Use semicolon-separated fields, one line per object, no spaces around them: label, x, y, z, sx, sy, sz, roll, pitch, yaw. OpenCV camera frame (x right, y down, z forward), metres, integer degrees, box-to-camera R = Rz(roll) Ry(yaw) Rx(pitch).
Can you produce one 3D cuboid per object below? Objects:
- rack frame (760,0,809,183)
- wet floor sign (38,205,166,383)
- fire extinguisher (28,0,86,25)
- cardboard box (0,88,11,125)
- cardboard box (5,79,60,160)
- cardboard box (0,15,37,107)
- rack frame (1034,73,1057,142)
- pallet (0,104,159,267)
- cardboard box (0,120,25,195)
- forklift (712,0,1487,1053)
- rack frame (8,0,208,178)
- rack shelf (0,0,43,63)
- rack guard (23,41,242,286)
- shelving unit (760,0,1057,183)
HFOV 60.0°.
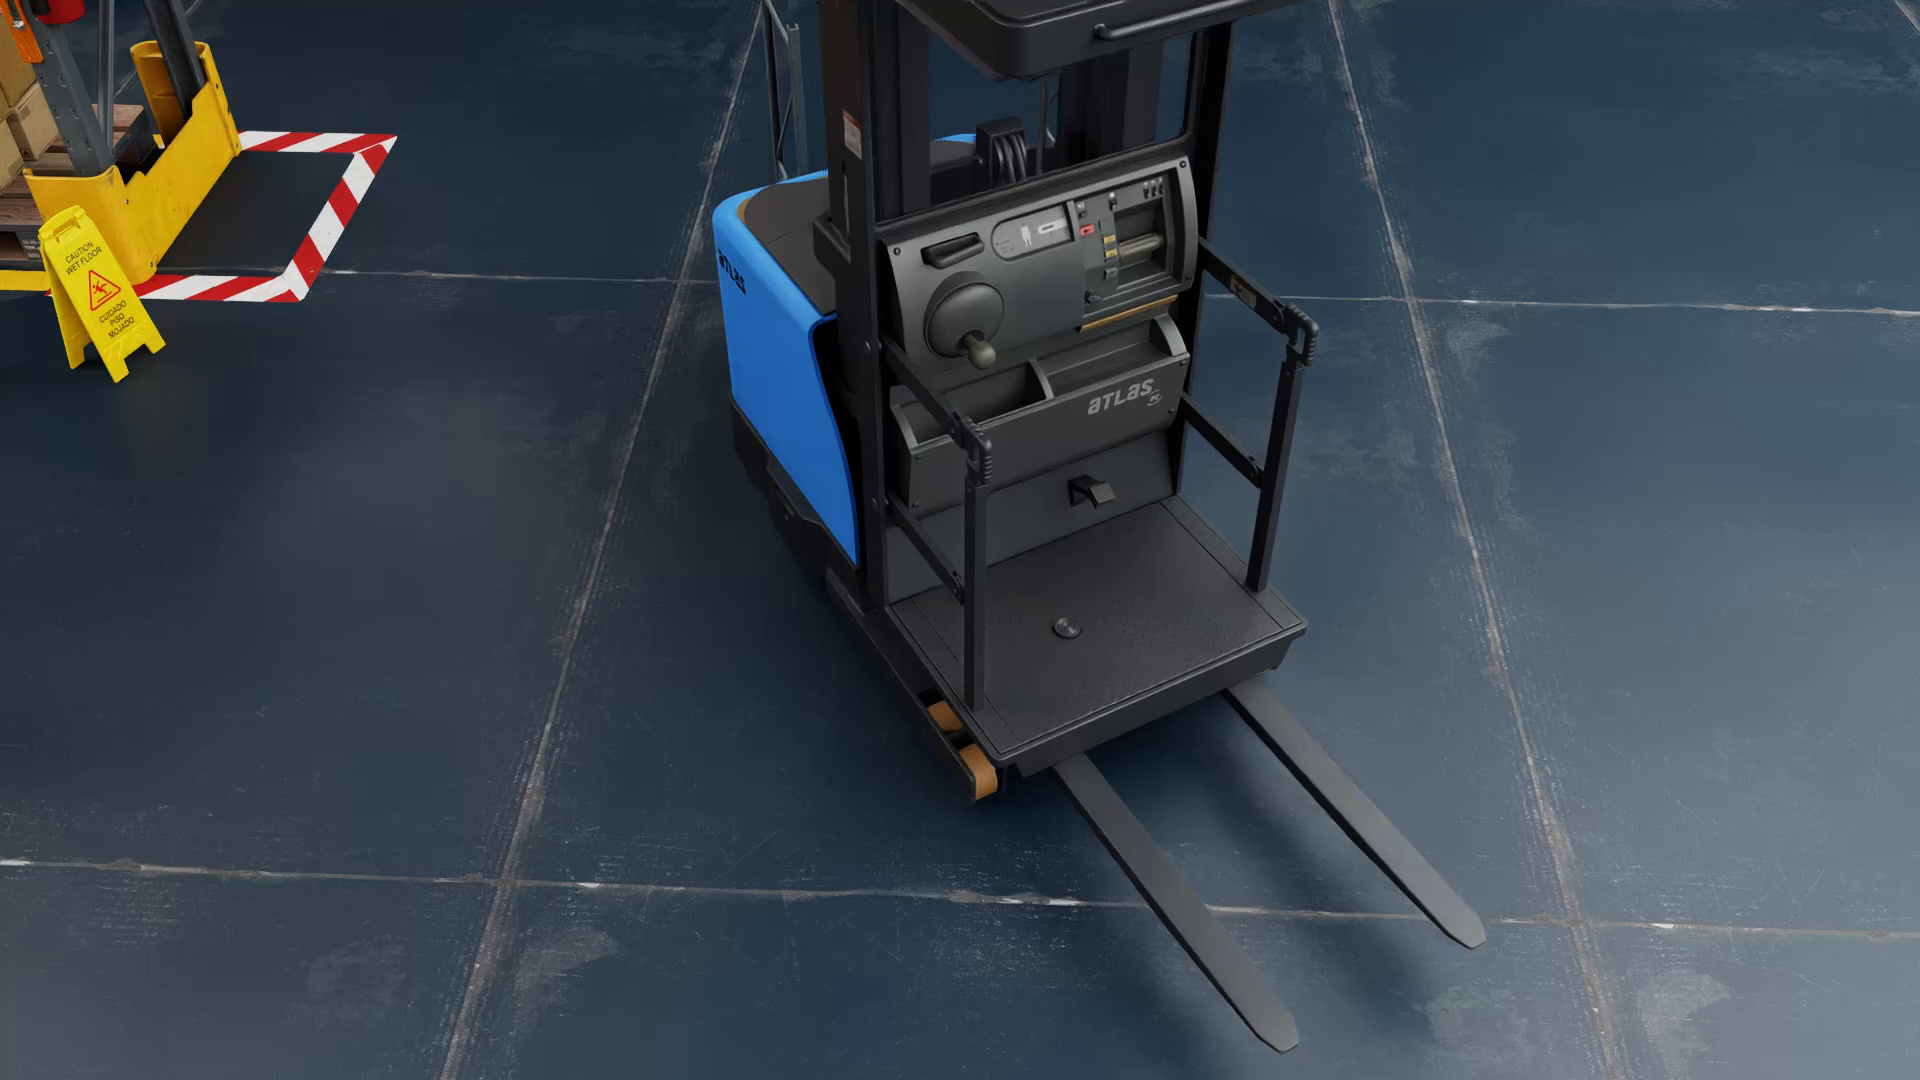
rack frame;-0.601;-1.239;5.980;0.032;1.500;0.500;-12;44;-12
wet floor sign;-3.299;-0.953;6.300;0.232;0.644;0.267;16;45;16
fire extinguisher;-3.347;-2.203;5.971;0.183;0.674;0.296;2;43;2
cardboard box;-4.253;-1.818;6.660;0.500;0.500;0.500;2;43;2
cardboard box;-4.234;-1.910;7.308;0.500;0.250;0.500;1;43;2
cardboard box;-4.258;-2.184;7.053;0.500;0.500;0.500;0;43;0
rack frame;0.371;-1.443;6.199;0.032;1.500;0.500;-12;44;-12
pallet;-4.326;-1.580;7.291;1.213;0.211;1.003;2;43;2
cardboard box;-4.284;-1.539;6.910;0.500;0.250;0.500;2;43;2
forklift;0.341;-0.664;4.312;1.130;2.935;3.031;-21;47;-21
rack frame;-3.440;-2.549;6.286;0.127;3.000;1.000;2;43;2
rack shelf;-5.438;-2.347;6.597;4.000;0.370;1.077;2;43;2
rack guard;-3.516;-1.637;7.140;0.348;0.500;1.175;2;43;2
shelving unit;-0.115;-1.341;6.089;1.048;1.500;0.538;-12;44;-12
